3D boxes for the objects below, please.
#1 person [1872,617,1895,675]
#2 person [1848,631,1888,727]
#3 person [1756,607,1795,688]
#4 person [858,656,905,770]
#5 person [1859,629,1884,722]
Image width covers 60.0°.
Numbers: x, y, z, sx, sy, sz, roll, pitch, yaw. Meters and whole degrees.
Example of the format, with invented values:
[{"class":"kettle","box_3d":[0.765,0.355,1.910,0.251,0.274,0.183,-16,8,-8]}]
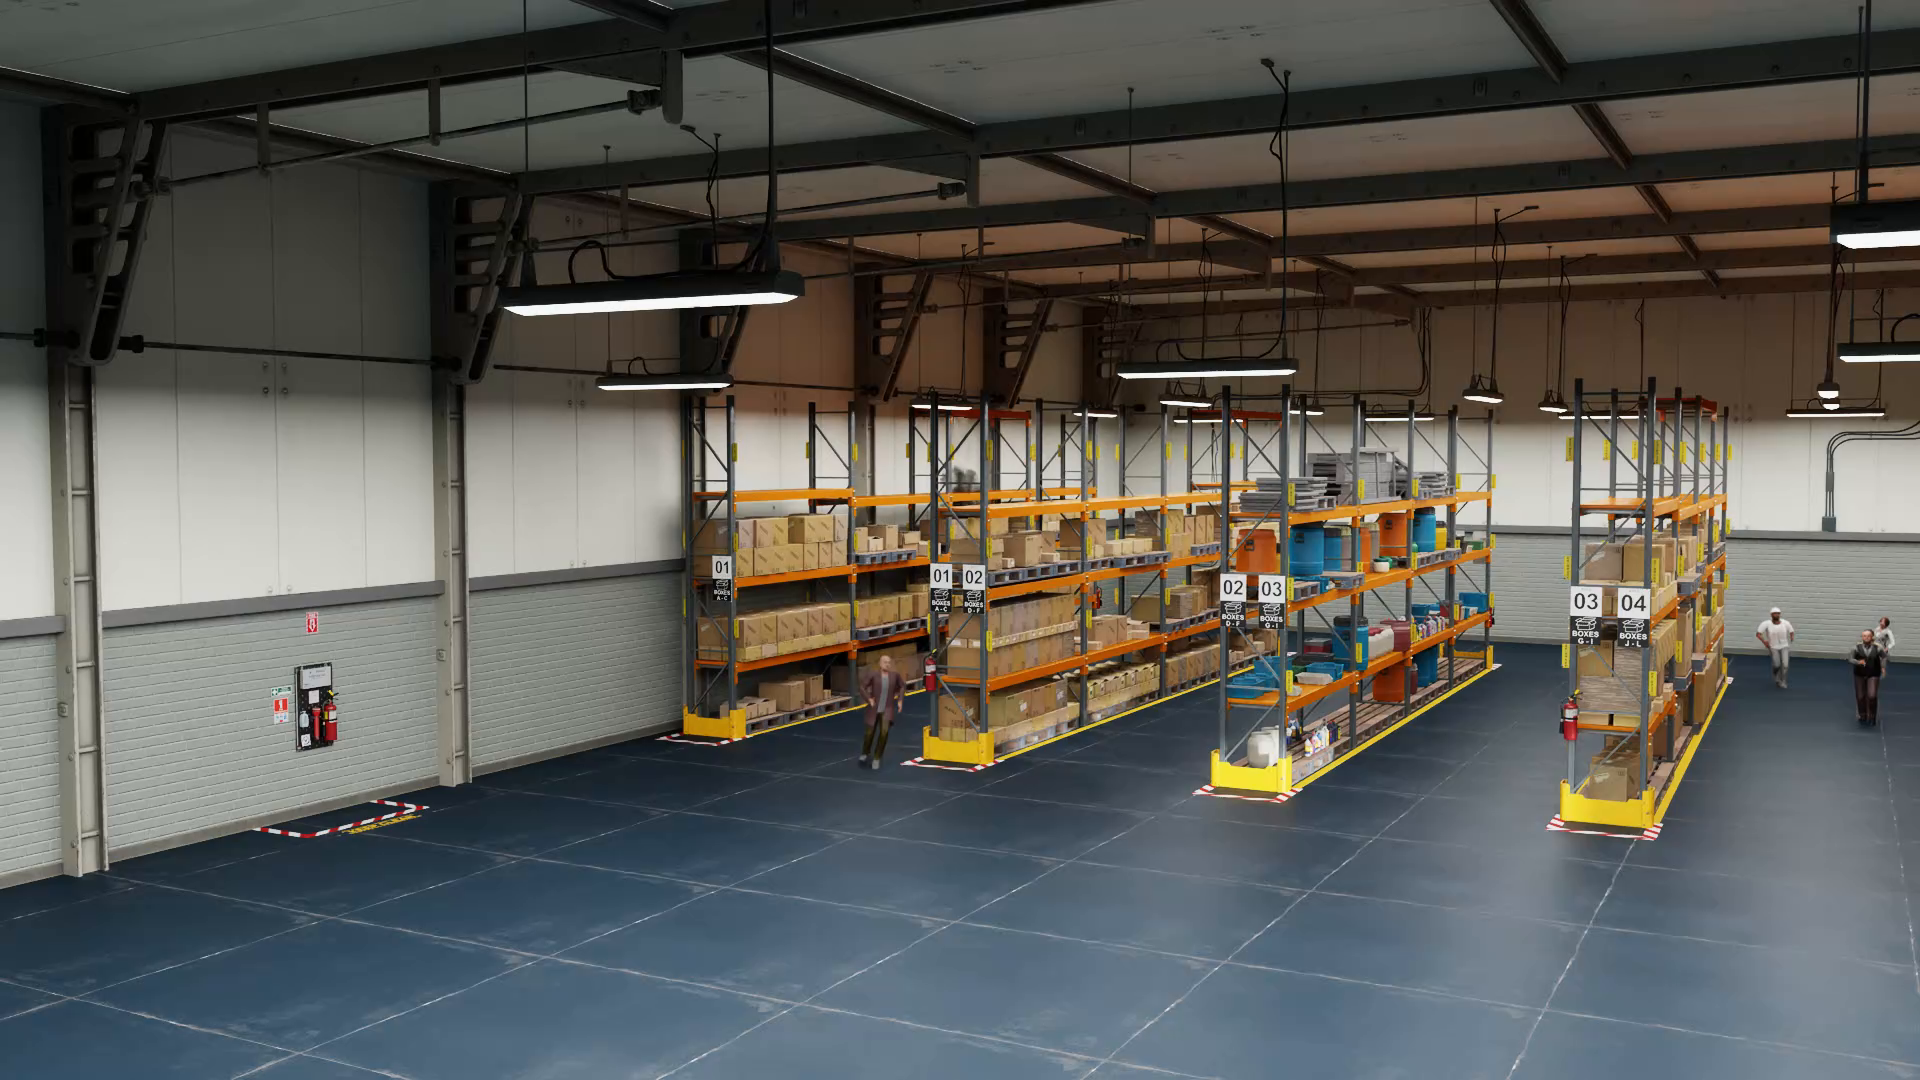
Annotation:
[{"class":"person","box_3d":[19.621,2.378,35.483,0.563,1.502,0.684,-1,3,-15]},{"class":"person","box_3d":[16.614,2.546,30.454,0.624,1.760,0.727,2,4,33]},{"class":"person","box_3d":[17.385,2.291,35.381,0.719,1.715,0.616,0,3,9]},{"class":"person","box_3d":[-1.249,2.741,26.557,0.769,1.803,0.751,0,3,-6]},{"class":"person","box_3d":[17.066,2.533,31.184,0.549,1.726,0.793,2,3,30]}]
